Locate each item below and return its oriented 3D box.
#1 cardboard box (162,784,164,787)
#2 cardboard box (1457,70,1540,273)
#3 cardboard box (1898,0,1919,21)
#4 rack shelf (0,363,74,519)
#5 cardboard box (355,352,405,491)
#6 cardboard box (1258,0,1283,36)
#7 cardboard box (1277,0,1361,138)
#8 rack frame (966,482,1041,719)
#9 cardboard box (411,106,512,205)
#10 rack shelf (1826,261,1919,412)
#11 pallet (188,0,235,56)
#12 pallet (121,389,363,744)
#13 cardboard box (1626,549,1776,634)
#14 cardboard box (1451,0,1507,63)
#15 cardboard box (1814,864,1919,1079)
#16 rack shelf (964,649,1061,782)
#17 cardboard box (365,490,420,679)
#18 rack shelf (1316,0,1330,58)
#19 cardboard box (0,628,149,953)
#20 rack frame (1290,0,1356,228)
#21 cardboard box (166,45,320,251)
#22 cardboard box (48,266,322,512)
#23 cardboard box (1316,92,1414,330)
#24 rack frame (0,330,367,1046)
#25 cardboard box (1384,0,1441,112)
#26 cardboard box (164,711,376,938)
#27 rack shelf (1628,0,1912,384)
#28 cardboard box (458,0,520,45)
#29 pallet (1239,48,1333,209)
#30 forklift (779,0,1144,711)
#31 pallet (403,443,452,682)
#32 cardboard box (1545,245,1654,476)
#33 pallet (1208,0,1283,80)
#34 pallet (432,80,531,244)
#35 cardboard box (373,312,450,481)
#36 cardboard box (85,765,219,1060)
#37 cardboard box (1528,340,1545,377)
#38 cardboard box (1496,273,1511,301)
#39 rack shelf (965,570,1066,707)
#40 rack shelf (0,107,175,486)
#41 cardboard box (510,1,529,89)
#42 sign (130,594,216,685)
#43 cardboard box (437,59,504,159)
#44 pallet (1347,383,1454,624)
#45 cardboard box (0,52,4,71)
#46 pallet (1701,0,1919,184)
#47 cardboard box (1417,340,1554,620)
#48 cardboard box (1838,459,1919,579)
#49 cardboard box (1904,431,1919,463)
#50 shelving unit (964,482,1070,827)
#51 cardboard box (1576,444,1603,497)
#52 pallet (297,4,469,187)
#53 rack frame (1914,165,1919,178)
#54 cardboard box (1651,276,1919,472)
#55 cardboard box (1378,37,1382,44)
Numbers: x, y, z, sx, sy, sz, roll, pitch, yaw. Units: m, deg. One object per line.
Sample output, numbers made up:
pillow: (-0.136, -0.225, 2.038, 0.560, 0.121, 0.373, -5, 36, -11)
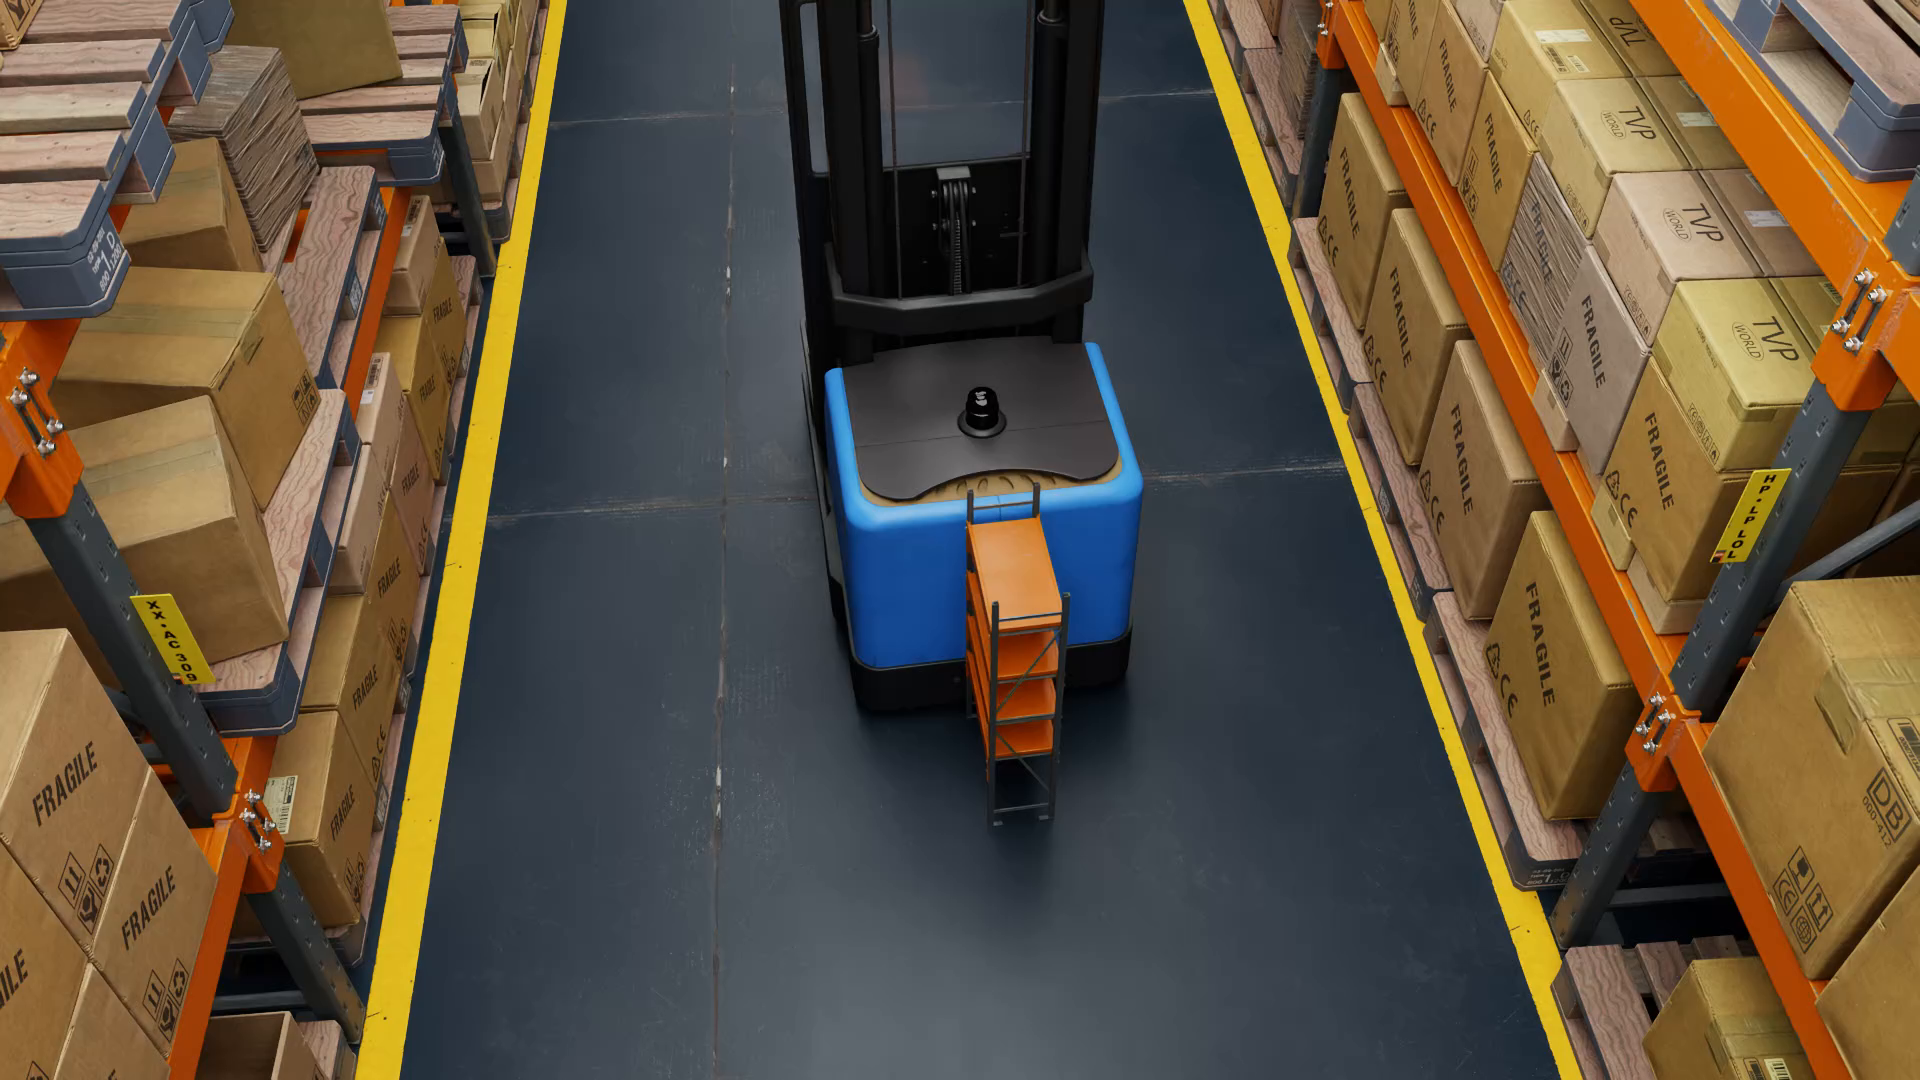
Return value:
cardboard box: (-2.758, 0.947, 5.342, 0.500, 0.500, 0.500, -4, 47, -4)
cardboard box: (2.082, -1.281, 5.747, 0.500, 0.500, 0.500, -2, 47, -2)
cardboard box: (2.540, -1.586, 3.885, 0.700, 0.500, 0.500, -6, 47, -5)
rack shelf: (-2.264, 1.241, 2.075, 1.077, 0.370, 4.000, -3, 47, -3)
cardboard box: (-2.355, -0.423, 6.123, 0.500, 0.250, 0.500, -4, 47, -4)
cardboard box: (2.060, -3.167, 9.238, 0.700, 0.500, 0.500, -4, 47, -4)
cardboard box: (2.058, -2.429, 8.540, 0.700, 0.500, 0.500, -3, 47, -3)
rack frame: (0.142, 0.241, 5.832, 0.240, 1.200, 0.015, -6, 47, -6)
cardboard box: (-2.517, -1.911, 8.235, 0.500, 0.250, 0.500, -4, 47, -3)
rack shelf: (2.672, 0.937, 2.362, 1.077, 0.370, 4.000, -3, 47, -3)
pallet: (-2.506, -1.615, 4.413, 1.213, 0.211, 1.003, -3, 47, -3)
pallet: (-2.389, 0.059, 4.896, 1.003, 0.211, 1.213, -3, 47, -3)
cardboard box: (2.194, 0.127, 4.860, 0.380, 0.149, 0.250, -3, 47, -3)
cardboard box: (2.042, -1.927, 5.841, 0.500, 0.250, 0.500, -3, 47, -3)
cardboard box: (2.589, 1.093, 3.579, 0.980, 0.700, 0.700, -5, 47, -4)
rack shelf: (0.179, 0.599, 5.859, 0.258, 0.148, 0.480, -6, 47, -6)
cardboard box: (-2.319, 0.174, 6.074, 0.500, 0.500, 0.500, -3, 47, -3)
rack shelf: (2.002, -3.819, 8.933, 1.077, 0.370, 4.000, -3, 47, -3)
cardboard box: (-2.131, 0.550, 3.542, 0.500, 0.500, 0.500, -3, 47, -3)
rack frame: (2.170, -2.620, 7.301, 1.000, 3.000, 0.127, -3, 47, -3)
cardboard box: (-2.715, -1.372, 5.762, 0.700, 0.500, 0.500, 4, 47, 4)
cardboard box: (-2.369, -0.451, 4.889, 0.700, 0.500, 0.500, 3, 47, 3)
cardboard box: (2.101, -1.485, 7.418, 0.750, 0.750, 0.750, -4, 47, -4)
rack frame: (-2.431, 0.578, 4.273, 1.000, 3.000, 0.127, -3, 47, -3)
cardboard box: (1.990, -2.017, 6.443, 0.500, 0.500, 0.500, -2, 47, -2)
cardboard box: (-2.229, 0.922, 5.366, 0.500, 0.500, 0.500, -5, 47, -5)
rack shelf: (2.337, -1.957, 5.103, 1.077, 0.370, 4.000, -3, 47, -3)
cardboard box: (-2.610, -2.853, 8.741, 0.500, 0.311, 0.500, -5, 47, -4)
pallet: (2.106, -2.226, 8.849, 1.003, 0.211, 1.213, -3, 47, -3)
forklift: (-0.096, -1.456, 6.247, 1.130, 2.935, 3.031, -6, 47, -6)
pallet: (-2.642, 0.066, 6.678, 1.003, 0.211, 1.213, -3, 47, -3)
cardboard box: (2.162, -0.556, 5.060, 0.500, 0.500, 0.500, -3, 47, -3)
pallet: (2.007, -3.107, 9.684, 1.003, 0.211, 1.213, -3, 47, -3)
pallet: (-2.796, -1.955, 8.593, 1.003, 0.211, 1.213, -3, 47, -3)
cardboard box: (-2.411, -0.571, 6.780, 0.500, 0.500, 0.500, -5, 47, -5)
cardboard box: (-2.134, 0.890, 3.909, 0.500, 0.500, 0.500, -3, 47, -3)
cardboard box: (2.138, -0.613, 5.561, 0.380, 0.149, 0.250, -3, 47, -3)
cardboard box: (2.121, -0.988, 5.916, 0.380, 0.149, 0.250, -2, 47, -2)
rack shelf: (0.179, 0.309, 5.552, 0.258, 0.148, 0.480, -6, 47, -6)
rack shelf: (-2.599, -1.653, 4.815, 1.077, 0.370, 4.000, -3, 47, -3)
cardboard box: (-2.610, -2.651, 8.936, 0.500, 0.250, 0.500, -5, 47, -4)
sign: (-1.891, 0.242, 3.995, 0.100, 0.325, 0.005, -3, 47, -3)
cardboard box: (-2.517, -2.104, 8.032, 0.500, 0.311, 0.500, -2, 47, -2)
pallet: (2.260, -0.205, 6.935, 1.003, 0.211, 1.213, -3, 47, -3)
cardboard box: (-2.400, -1.035, 3.308, 0.600, 0.600, 0.600, -8, 47, -7)
pallet: (2.379, -1.352, 4.166, 0.805, 0.209, 1.217, -5, 47, -5)
cardboard box: (2.243, -0.236, 6.235, 0.750, 0.750, 0.750, -2, 47, -2)
cardboard box: (2.717, -0.217, 4.739, 0.500, 0.500, 0.500, -5, 47, -5)
cardboard box: (2.726, -0.476, 4.467, 0.500, 0.250, 0.500, -2, 47, -2)
shelving unit: (0.179, 0.416, 5.666, 0.258, 1.200, 0.503, -6, 47, -6)
cardboard box: (2.173, -0.245, 5.212, 0.380, 0.149, 0.250, -2, 47, -2)
pallet: (-2.640, -1.764, 6.623, 1.213, 0.211, 1.003, -3, 47, -3)
rack frame: (2.505, -1.788, 2.382, 1.000, 3.000, 0.127, -3, 47, -3)
cardboard box: (2.211, -0.449, 4.442, 0.500, 0.250, 0.500, -2, 47, -2)
cardboard box: (1.979, -2.105, 6.973, 0.380, 0.149, 0.250, -3, 47, -3)
